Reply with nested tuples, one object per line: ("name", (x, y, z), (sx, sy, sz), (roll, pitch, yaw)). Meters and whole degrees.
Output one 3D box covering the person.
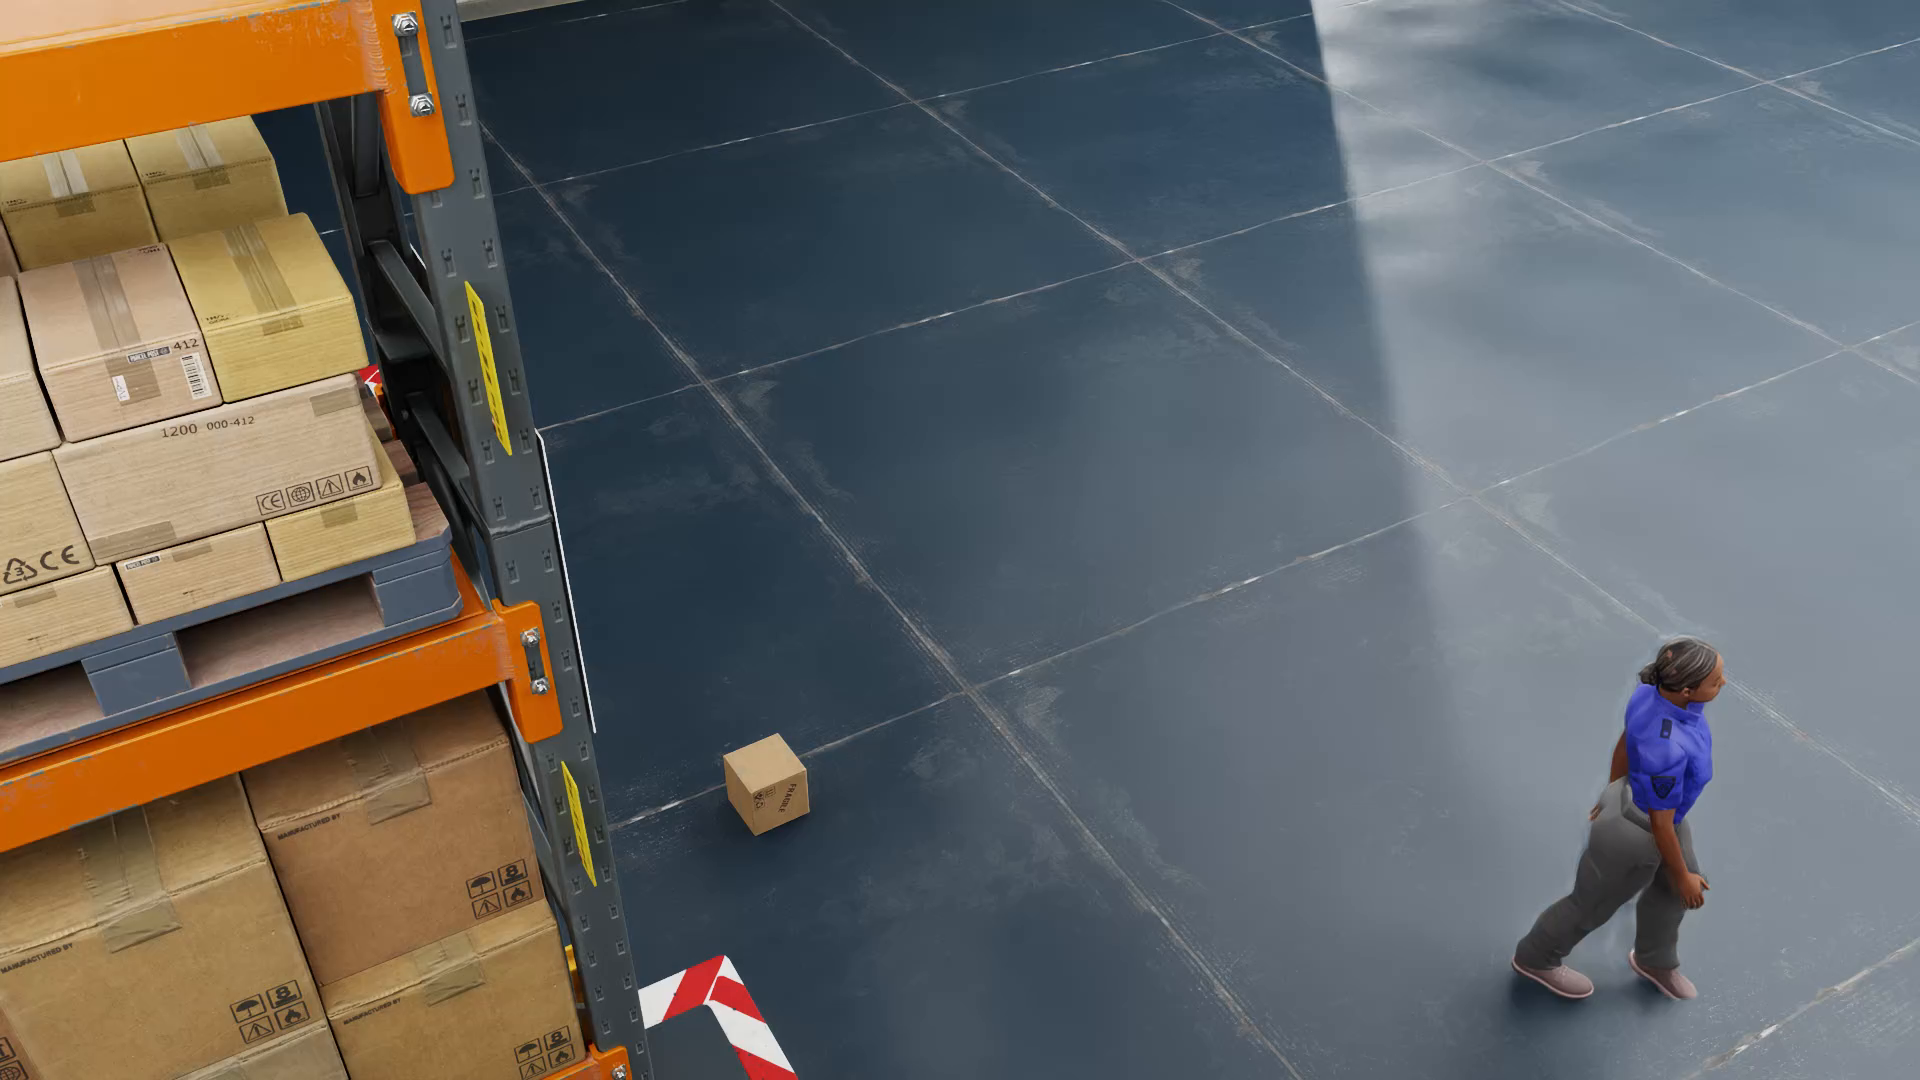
("person", (2.350, 1.098, 5.671), (0.655, 1.499, 0.437), (15, 40, 19))
